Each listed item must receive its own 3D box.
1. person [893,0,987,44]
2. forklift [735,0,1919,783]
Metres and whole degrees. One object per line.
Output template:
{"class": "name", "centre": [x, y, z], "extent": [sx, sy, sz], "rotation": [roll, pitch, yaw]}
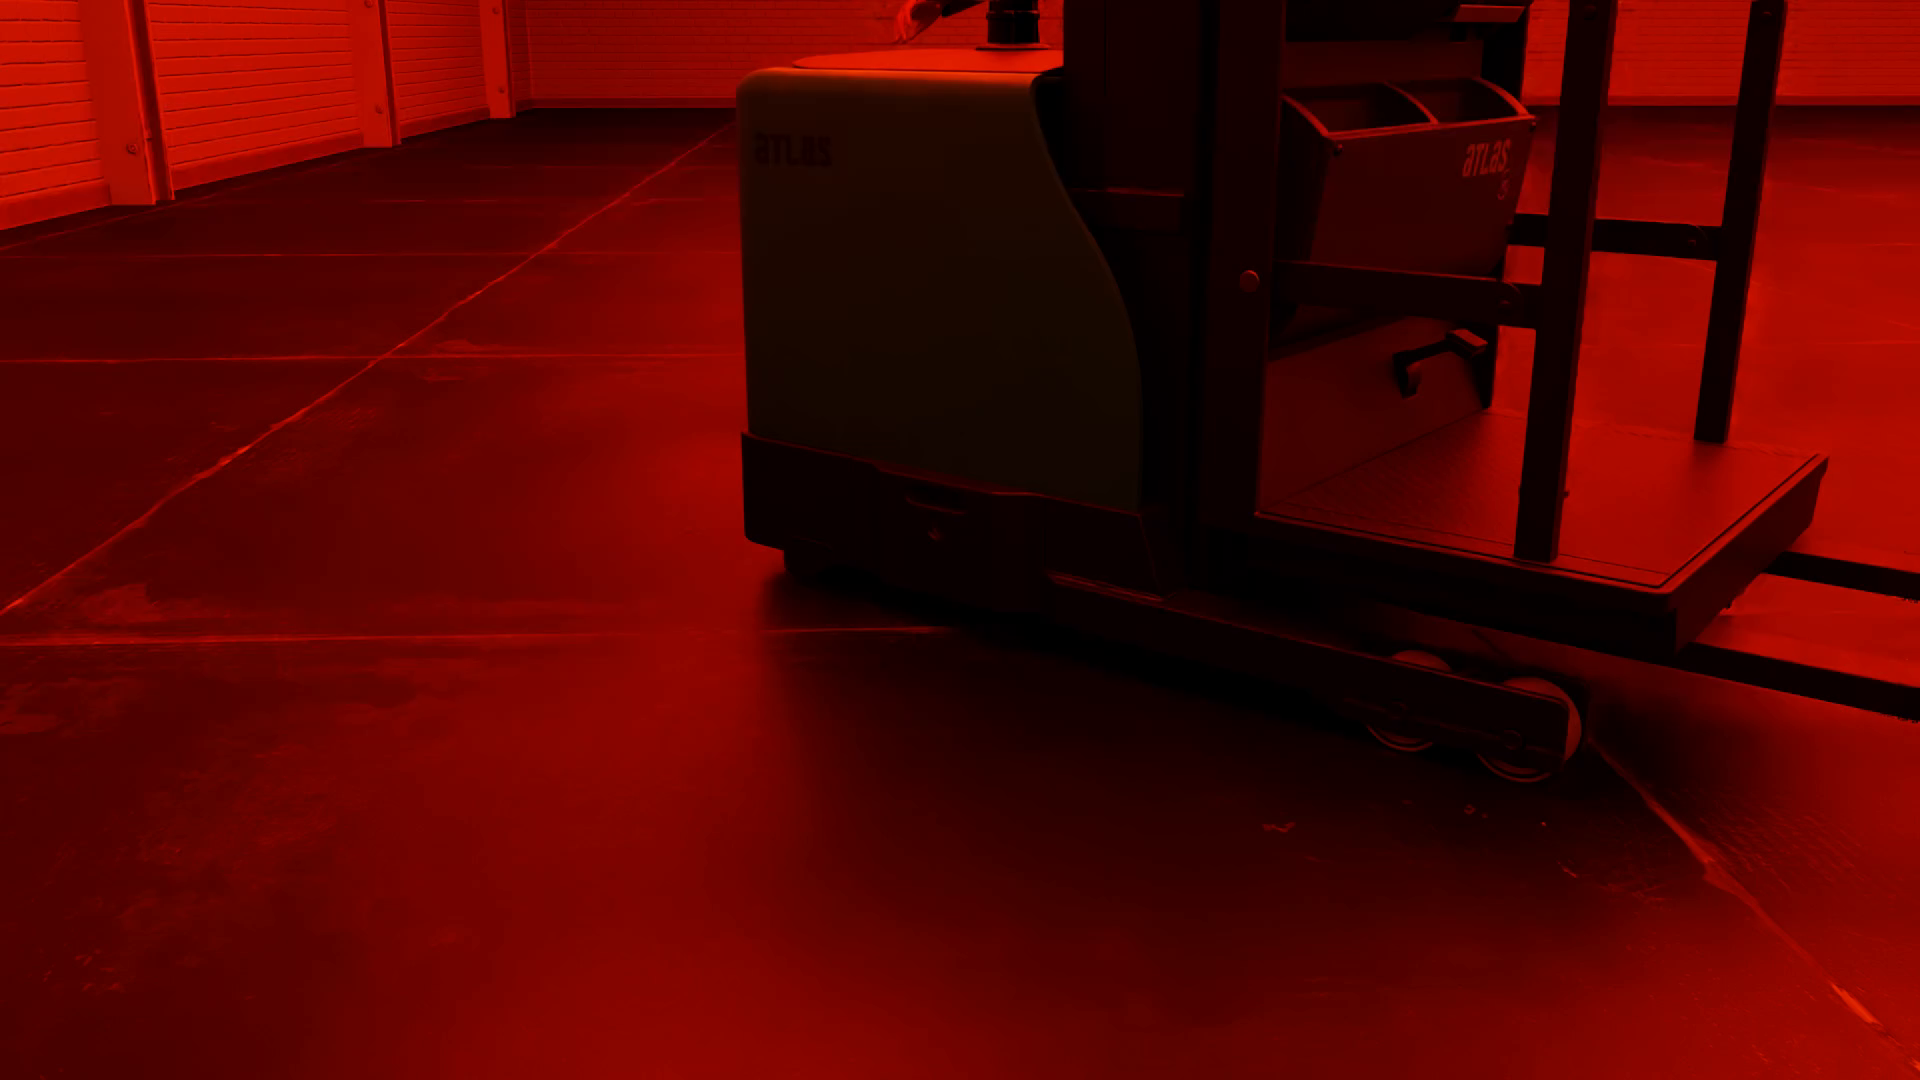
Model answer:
{"class": "person", "centre": [0.373, -0.975, 4.580], "extent": [1.231, 1.508, 0.787], "rotation": [-6, 18, -18]}
{"class": "forklift", "centre": [0.992, -1.190, 2.797], "extent": [3.031, 2.935, 1.130], "rotation": [13, 21, 36]}
